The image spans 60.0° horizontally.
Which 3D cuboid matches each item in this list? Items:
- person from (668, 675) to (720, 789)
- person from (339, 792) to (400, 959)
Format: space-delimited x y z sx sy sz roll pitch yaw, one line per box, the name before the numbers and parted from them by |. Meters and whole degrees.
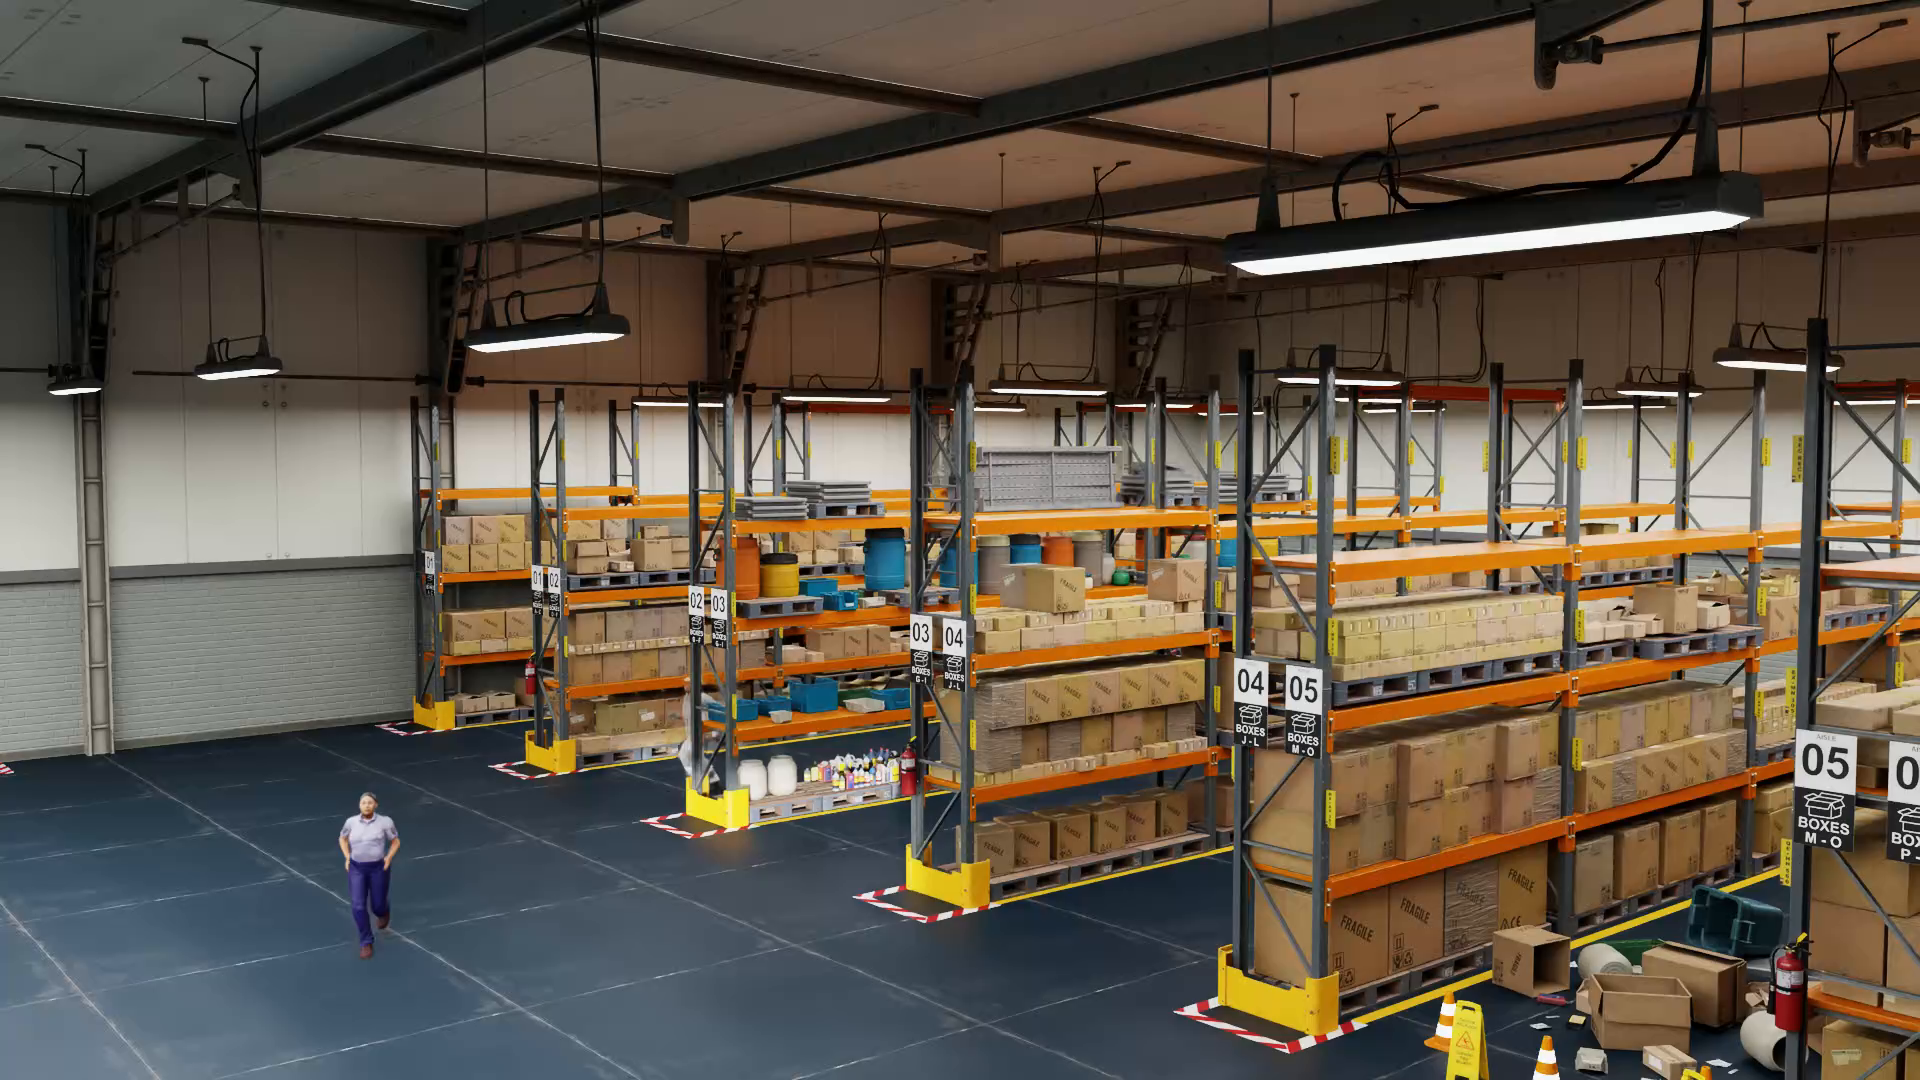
person | -3.871 2.847 24.414 0.802 1.777 0.675 -2 4 -36
person | -6.017 3.372 16.941 0.607 1.631 0.745 -1 3 -11
